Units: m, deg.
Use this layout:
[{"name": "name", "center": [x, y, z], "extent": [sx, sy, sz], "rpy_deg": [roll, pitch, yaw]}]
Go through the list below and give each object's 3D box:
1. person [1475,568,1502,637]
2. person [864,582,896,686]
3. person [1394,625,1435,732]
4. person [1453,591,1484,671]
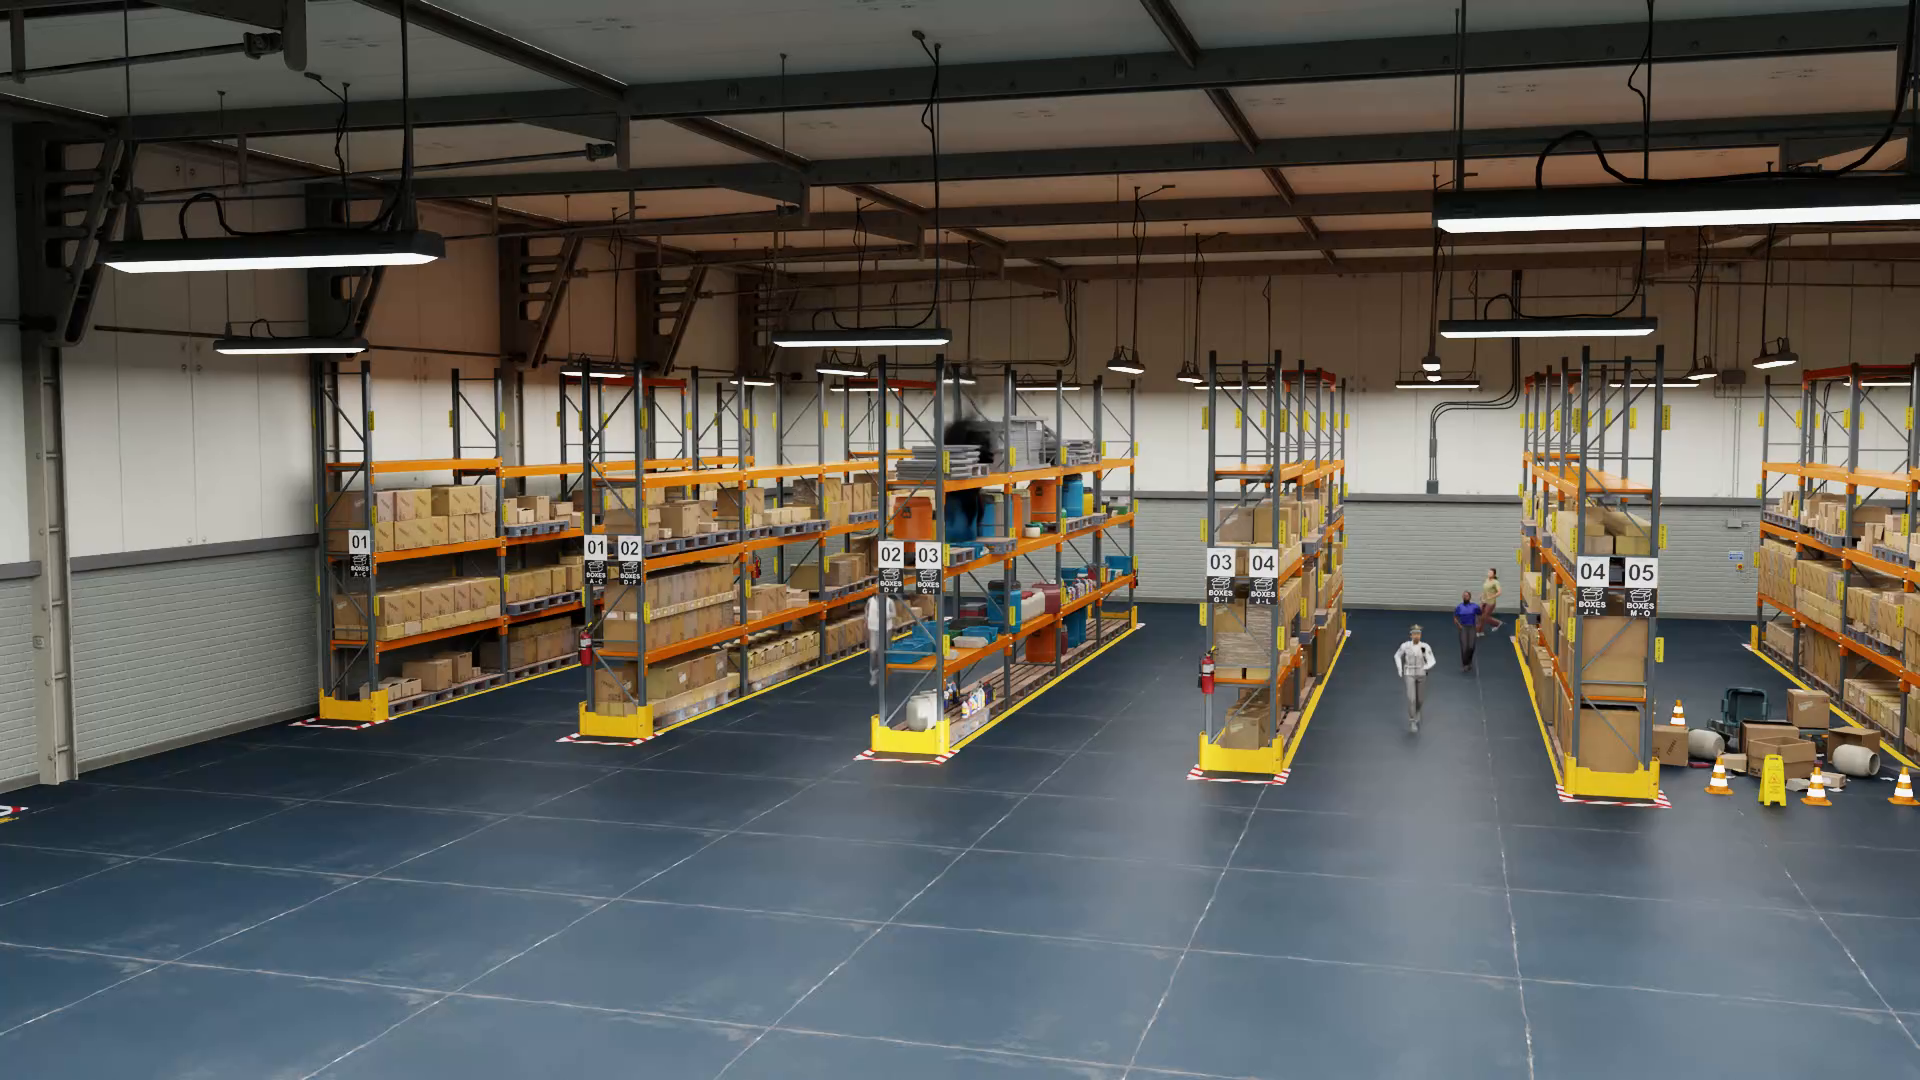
[{"name": "person", "center": [12.308, 1.459, 38.515], "extent": [0.724, 1.638, 0.617], "rpy_deg": [-2, 4, -21]}, {"name": "person", "center": [-1.460, 1.693, 30.281], "extent": [0.624, 1.892, 0.727], "rpy_deg": [0, 4, 5]}, {"name": "person", "center": [7.406, 2.225, 27.086], "extent": [0.629, 1.702, 0.771], "rpy_deg": [1, 4, 9]}, {"name": "person", "center": [10.127, 1.828, 33.164], "extent": [0.590, 1.615, 0.552], "rpy_deg": [2, 4, 20]}]
